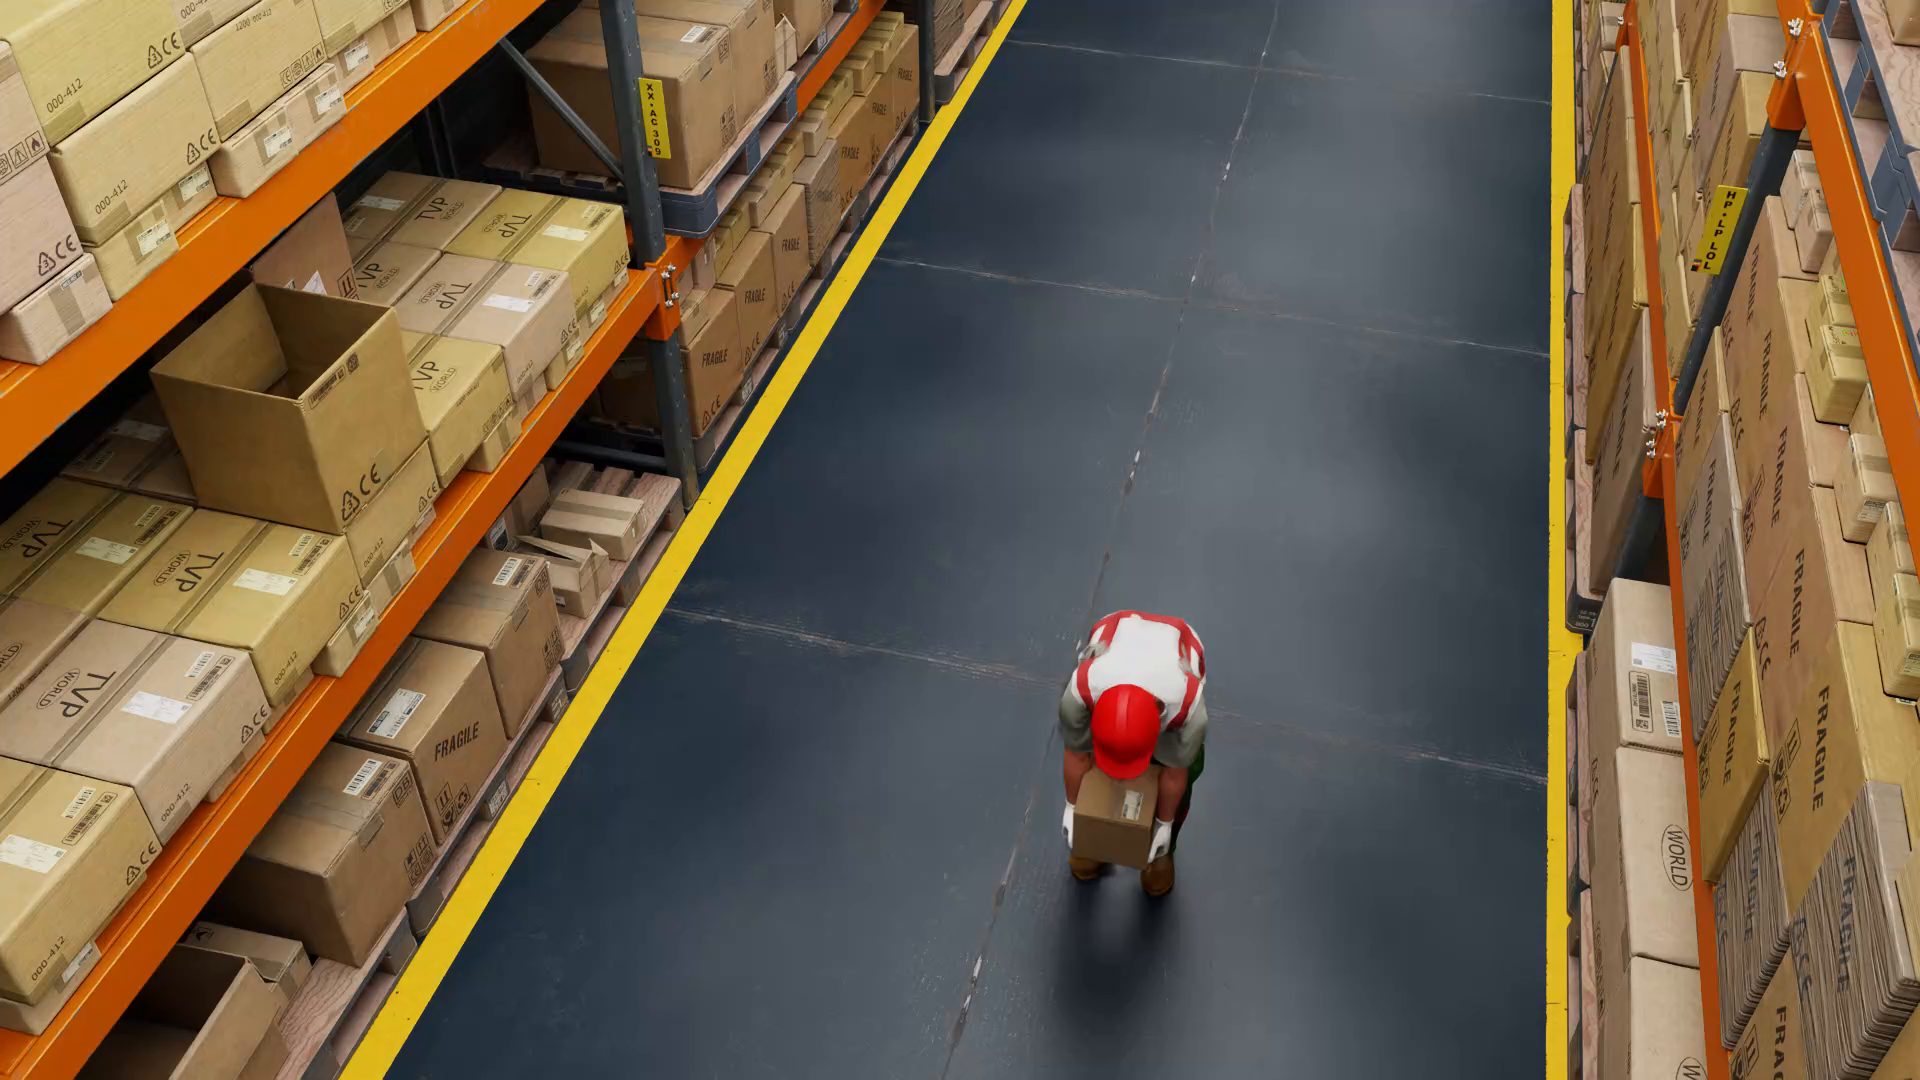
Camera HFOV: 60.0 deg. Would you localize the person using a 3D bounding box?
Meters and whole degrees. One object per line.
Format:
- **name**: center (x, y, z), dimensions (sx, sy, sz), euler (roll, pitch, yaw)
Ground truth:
- **person**: center (0.632, 0.496, 5.570), dimensions (0.611, 1.778, 0.451), euler (8, 41, 9)
